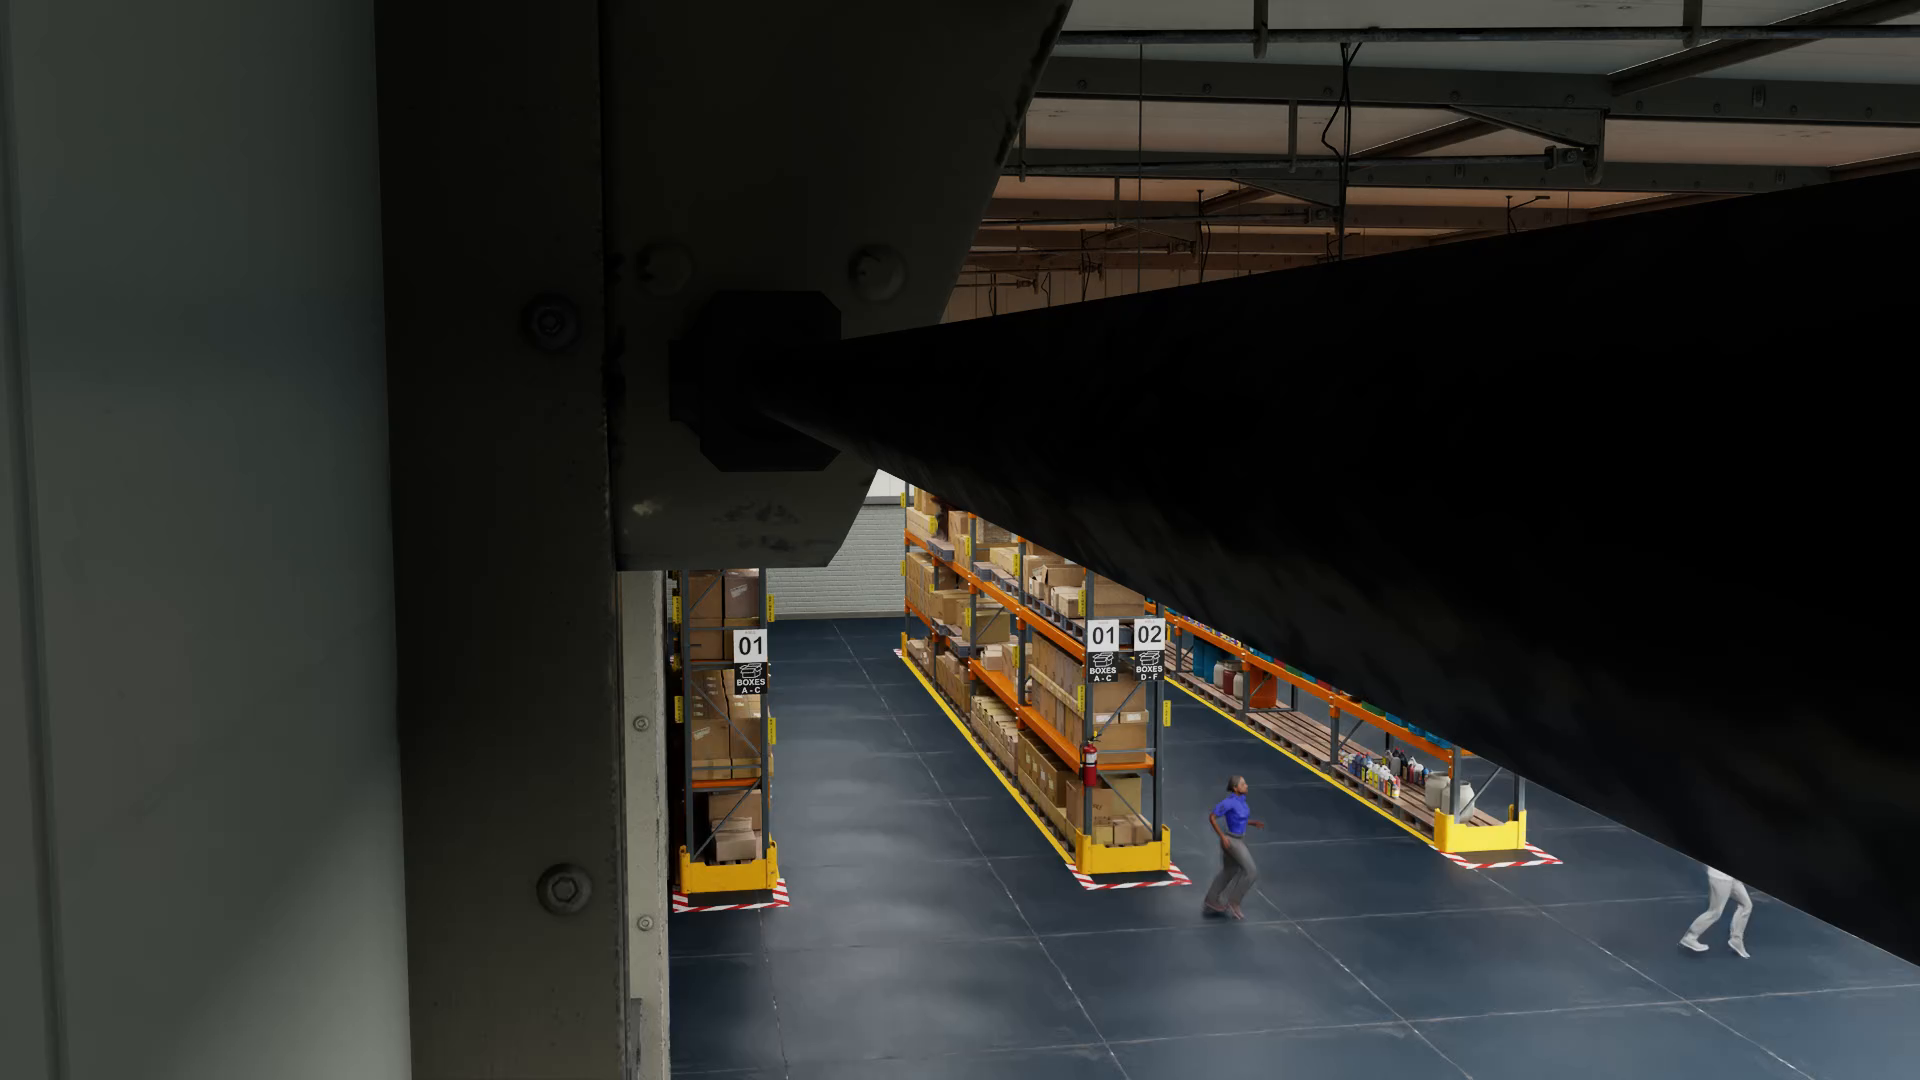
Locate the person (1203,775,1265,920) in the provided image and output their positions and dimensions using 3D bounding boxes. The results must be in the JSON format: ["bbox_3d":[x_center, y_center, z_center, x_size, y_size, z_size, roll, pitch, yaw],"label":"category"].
[{"bbox_3d":[3.166,3.530,19.202,0.703,1.677,0.553,2,6,21],"label":"person"}]

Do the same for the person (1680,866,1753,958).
[{"bbox_3d":[8.188,3.660,17.903,0.733,1.724,0.618,3,6,23],"label":"person"}]
